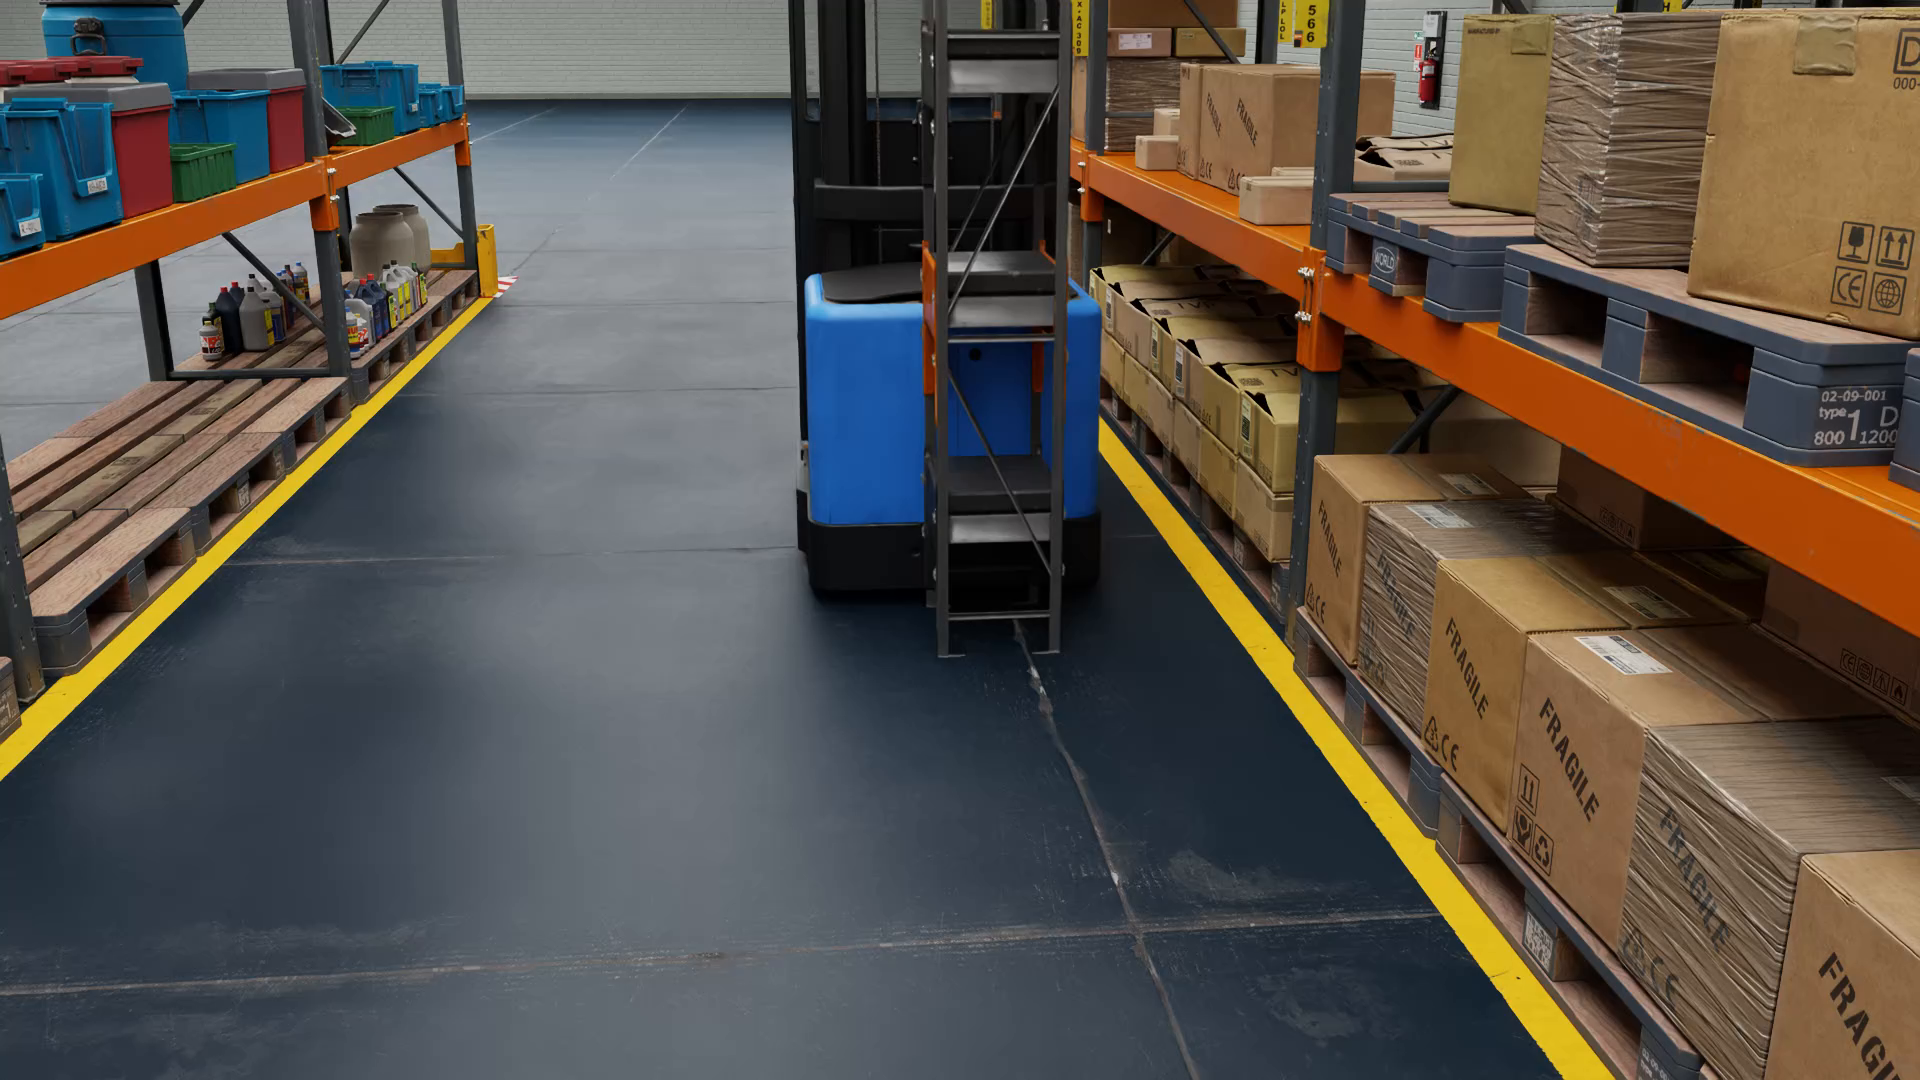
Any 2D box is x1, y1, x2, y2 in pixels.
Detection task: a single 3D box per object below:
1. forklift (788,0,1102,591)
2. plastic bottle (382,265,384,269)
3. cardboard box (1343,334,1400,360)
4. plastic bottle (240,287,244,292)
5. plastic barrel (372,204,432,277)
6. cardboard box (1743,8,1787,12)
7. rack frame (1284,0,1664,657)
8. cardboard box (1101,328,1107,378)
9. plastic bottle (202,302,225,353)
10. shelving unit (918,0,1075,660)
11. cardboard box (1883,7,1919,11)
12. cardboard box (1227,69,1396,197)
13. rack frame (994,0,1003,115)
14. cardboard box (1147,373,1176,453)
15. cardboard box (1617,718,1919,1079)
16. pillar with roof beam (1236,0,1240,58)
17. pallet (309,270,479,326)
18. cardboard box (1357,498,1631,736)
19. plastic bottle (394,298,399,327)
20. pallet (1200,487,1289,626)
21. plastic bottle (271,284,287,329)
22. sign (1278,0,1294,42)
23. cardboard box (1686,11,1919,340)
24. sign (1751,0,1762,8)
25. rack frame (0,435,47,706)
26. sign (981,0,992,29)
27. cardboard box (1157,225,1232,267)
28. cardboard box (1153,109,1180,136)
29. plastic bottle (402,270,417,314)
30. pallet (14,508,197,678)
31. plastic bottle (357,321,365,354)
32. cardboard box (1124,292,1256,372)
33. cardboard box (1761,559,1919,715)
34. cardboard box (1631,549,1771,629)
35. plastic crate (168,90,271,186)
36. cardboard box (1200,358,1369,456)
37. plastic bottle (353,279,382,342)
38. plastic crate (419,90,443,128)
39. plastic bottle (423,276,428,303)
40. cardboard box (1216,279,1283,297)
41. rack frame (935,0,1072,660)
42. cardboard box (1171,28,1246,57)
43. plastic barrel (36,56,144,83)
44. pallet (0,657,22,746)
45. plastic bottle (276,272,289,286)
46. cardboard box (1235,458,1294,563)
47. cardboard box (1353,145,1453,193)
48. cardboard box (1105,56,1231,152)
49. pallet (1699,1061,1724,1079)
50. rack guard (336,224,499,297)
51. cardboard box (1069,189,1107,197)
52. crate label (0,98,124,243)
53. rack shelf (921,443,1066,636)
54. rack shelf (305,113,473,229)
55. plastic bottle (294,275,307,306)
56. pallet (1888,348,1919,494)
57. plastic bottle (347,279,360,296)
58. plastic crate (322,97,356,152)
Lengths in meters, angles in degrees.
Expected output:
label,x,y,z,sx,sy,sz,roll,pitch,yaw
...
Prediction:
label,x,y,z,sx,sy,sz,roll,pitch,yaw
forklift,-0.154,-1.614,6.924,1.130,2.935,3.031,-2,18,-5
plastic bottle,-3.645,-1.613,10.607,0.061,0.283,0.133,-2,18,-6
cardboard box,1.714,-0.710,6.884,0.500,0.311,0.500,-2,18,-7
plastic bottle,-4.182,-1.322,9.679,0.061,0.283,0.133,-1,17,-2
plastic barrel,-4.020,-2.132,11.912,0.421,0.512,0.421,0,17,0
cardboard box,5.594,-3.307,11.169,0.500,0.500,0.500,-1,17,-4
rack frame,1.589,-1.080,5.111,1.000,3.000,0.127,-2,18,-6
cardboard box,0.971,-1.033,8.849,0.500,0.250,0.500,-2,18,-7
plastic bottle,-4.129,-1.167,9.188,0.061,0.283,0.133,-1,17,-3
shelving unit,0.104,-0.691,5.373,0.431,2.100,0.503,-2,18,-5
cardboard box,5.747,-2.853,9.723,0.500,0.500,0.500,-2,18,-6
cardboard box,1.399,-1.628,6.687,0.500,0.500,0.500,-3,18,-9
rack frame,0.764,-3.464,12.703,1.000,3.000,0.127,-2,18,-6
cardboard box,1.130,-0.575,7.389,0.500,0.250,0.500,-1,17,-5
cardboard box,1.571,0.659,3.009,0.500,0.500,0.500,-2,17,-5
pillar with roof beam,0.485,-11.528,28.374,9.100,9.000,0.400,-2,18,-6
pallet,-4.031,-1.718,11.798,1.003,0.211,1.213,-2,18,-6
cardboard box,1.411,0.202,4.463,0.500,0.500,0.500,-2,18,-8
plastic bottle,-3.447,-1.390,10.033,0.097,0.201,0.097,0,17,0
pallet,1.543,0.003,6.314,1.003,0.211,1.213,-2,18,-6
plastic bottle,-4.058,-1.381,9.870,0.061,0.283,0.133,-2,18,-6
sign,1.715,-2.807,8.808,0.100,0.325,0.005,-2,18,-6
cardboard box,1.758,-0.661,2.908,0.700,0.500,0.500,-6,19,-20
sign,6.245,-4.333,13.009,0.100,0.325,0.005,-2,18,-6
rack frame,-3.339,-0.929,4.627,1.000,3.000,0.127,-2,18,-6
sign,0.211,-3.899,12.512,0.100,0.325,0.005,-2,18,-6
cardboard box,1.440,-1.666,9.614,0.500,0.500,0.500,-2,18,-6
cardboard box,1.270,-2.055,8.466,0.500,0.250,0.500,-1,17,-2
plastic bottle,-3.525,-1.572,10.488,0.152,0.276,0.135,-2,18,-7
pallet,-3.380,0.170,5.784,1.003,0.211,1.213,-2,18,-6
plastic bottle,-3.358,-1.134,9.218,0.097,0.201,0.097,0,17,0
cardboard box,1.072,-0.994,7.789,0.500,0.311,0.500,-2,18,-7
cardboard box,2.038,0.137,3.419,0.500,0.250,0.500,-2,18,-7
cardboard box,1.972,0.328,4.064,0.500,0.500,0.500,-2,18,-8
plastic crate,-3.328,-1.794,7.409,0.392,0.384,0.575,-2,18,-6
cardboard box,1.230,-0.540,6.341,0.500,0.311,0.500,-2,18,-6
plastic bottle,-3.422,-1.320,9.561,0.144,0.351,0.185,-1,17,-4
plastic crate,-3.753,-2.908,11.179,0.499,0.251,0.408,-2,18,-6
plastic bottle,-3.538,-1.653,10.873,0.097,0.201,0.097,0,17,0
cardboard box,1.563,-1.162,8.323,0.500,0.311,0.500,-1,17,-4
rack frame,0.128,-0.618,5.141,0.400,2.100,0.015,-2,18,-5
cardboard box,1.341,-2.715,9.069,0.380,0.149,0.250,-2,18,-6
plastic barrel,-3.871,-1.893,7.473,0.433,0.535,0.433,0,17,0
pallet,-3.216,0.635,4.301,1.003,0.211,1.213,-2,18,-6
plastic bottle,-4.241,-1.539,10.390,0.097,0.271,0.097,0,17,0
cardboard box,1.292,-0.118,5.935,0.500,0.250,0.500,-1,17,-4
cardboard box,1.595,-1.148,5.474,0.500,0.311,0.500,-1,17,-2
cardboard box,1.124,-2.452,9.312,0.700,0.500,0.500,-2,18,-7
pallet,1.880,1.201,2.501,1.003,0.211,1.213,-2,18,-6
rack guard,-4.109,-2.098,12.526,1.175,0.500,0.348,-2,18,-6
cardboard box,0.816,-1.948,10.512,0.500,0.500,0.500,-2,18,-6
crate label,-3.172,-1.250,5.591,0.502,0.435,0.616,-2,18,-6
rack shelf,0.104,-0.010,5.586,0.431,0.518,0.480,-2,18,-5
rack shelf,-3.957,-2.373,10.429,1.077,0.370,4.000,-2,18,-6
plastic bottle,-4.276,-1.606,10.723,0.097,0.201,0.097,0,17,0
pallet,2.027,-0.039,2.113,1.003,0.211,1.213,-2,18,-6
plastic bottle,-3.630,-1.455,10.116,0.152,0.276,0.135,-2,18,-6
plastic crate,-3.679,-2.251,8.942,0.767,0.338,0.504,-2,18,-6
